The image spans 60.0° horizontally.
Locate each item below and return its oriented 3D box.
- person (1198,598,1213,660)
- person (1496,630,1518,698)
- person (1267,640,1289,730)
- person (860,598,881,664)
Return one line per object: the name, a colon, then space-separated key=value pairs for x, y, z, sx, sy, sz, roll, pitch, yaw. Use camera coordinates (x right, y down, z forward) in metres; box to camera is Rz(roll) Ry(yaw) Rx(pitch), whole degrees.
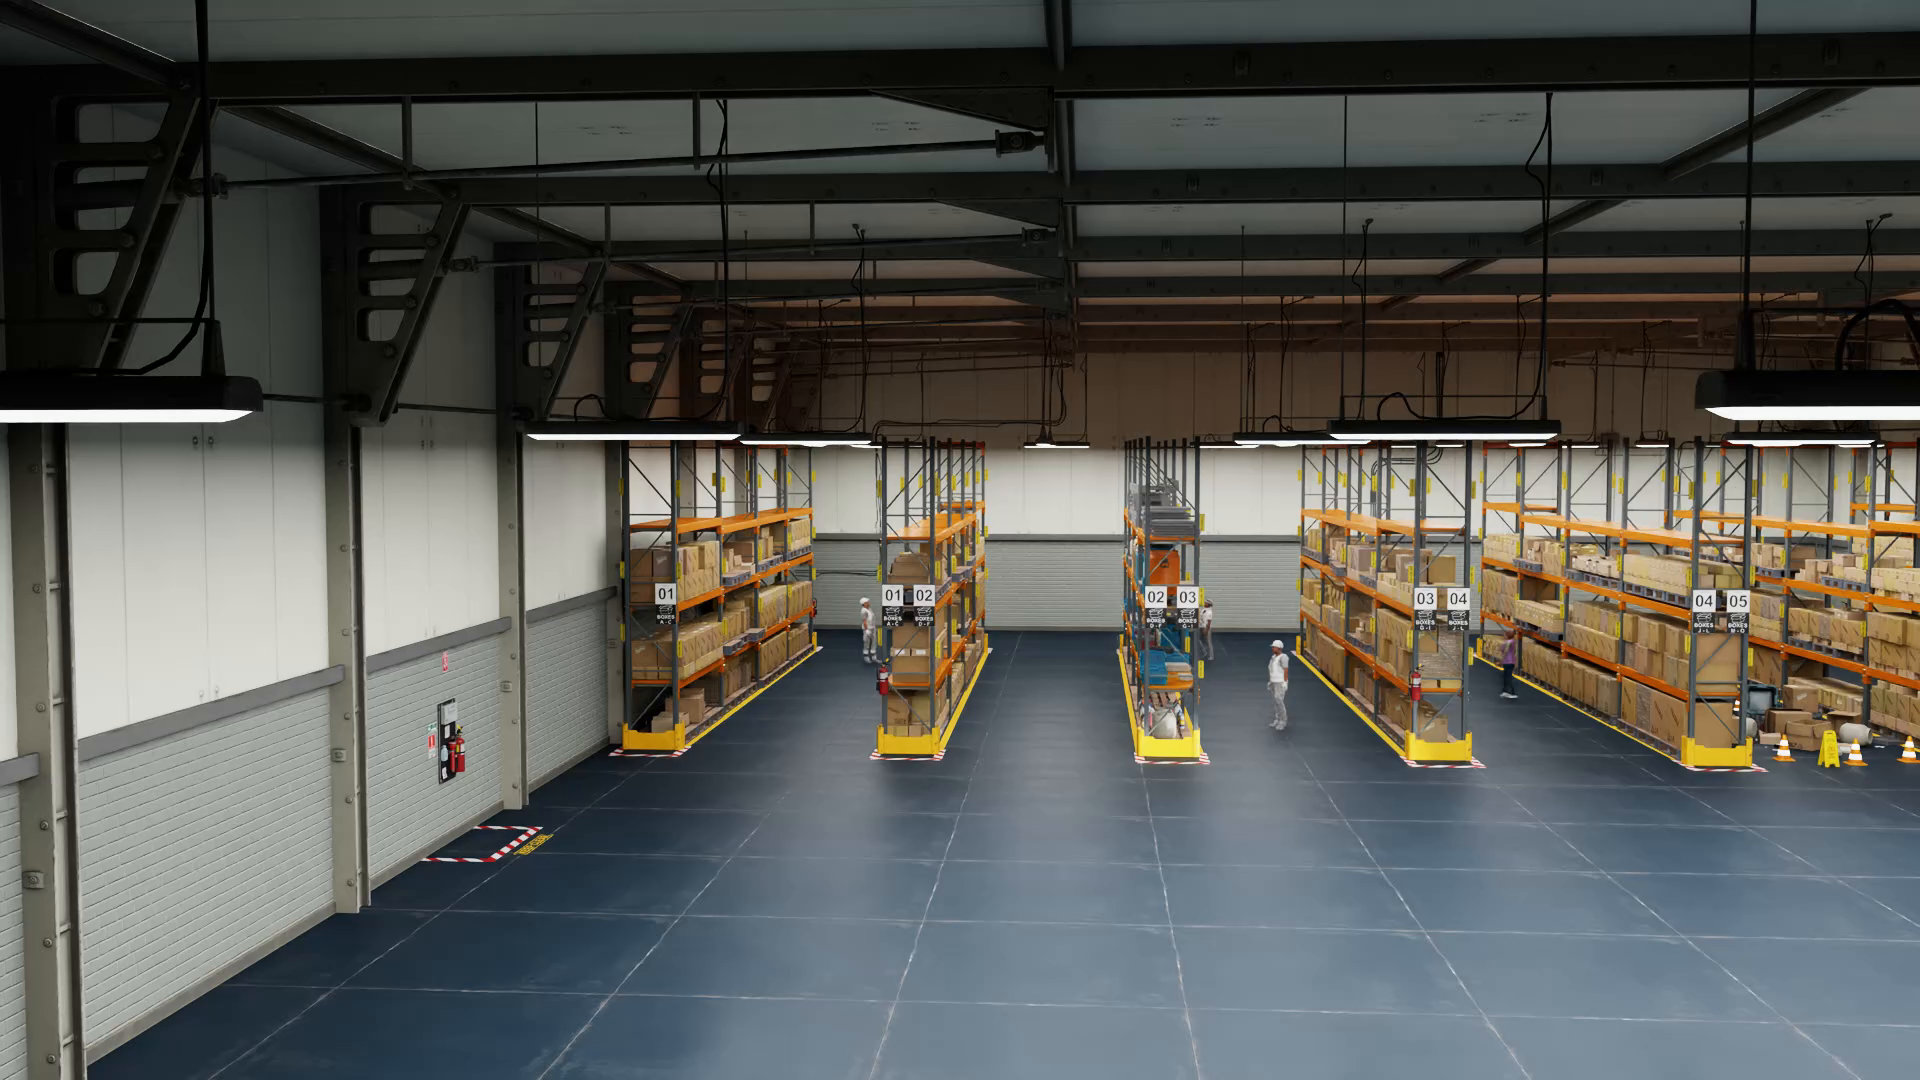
person: x=6.737 y=2.442 z=45.628 sx=0.399 sy=1.710 sz=0.622 roll=-2 pitch=3 yaw=-28
person: x=12.653 y=2.891 z=38.475 sx=0.477 sy=1.590 sz=0.655 roll=-2 pitch=4 yaw=-37
person: x=6.585 y=2.994 z=34.474 sx=0.390 sy=1.827 sz=0.633 roll=-1 pitch=3 yaw=-12
person: x=-2.434 y=2.441 z=44.950 sx=0.499 sy=1.774 sz=0.636 roll=2 pitch=4 yaw=31
